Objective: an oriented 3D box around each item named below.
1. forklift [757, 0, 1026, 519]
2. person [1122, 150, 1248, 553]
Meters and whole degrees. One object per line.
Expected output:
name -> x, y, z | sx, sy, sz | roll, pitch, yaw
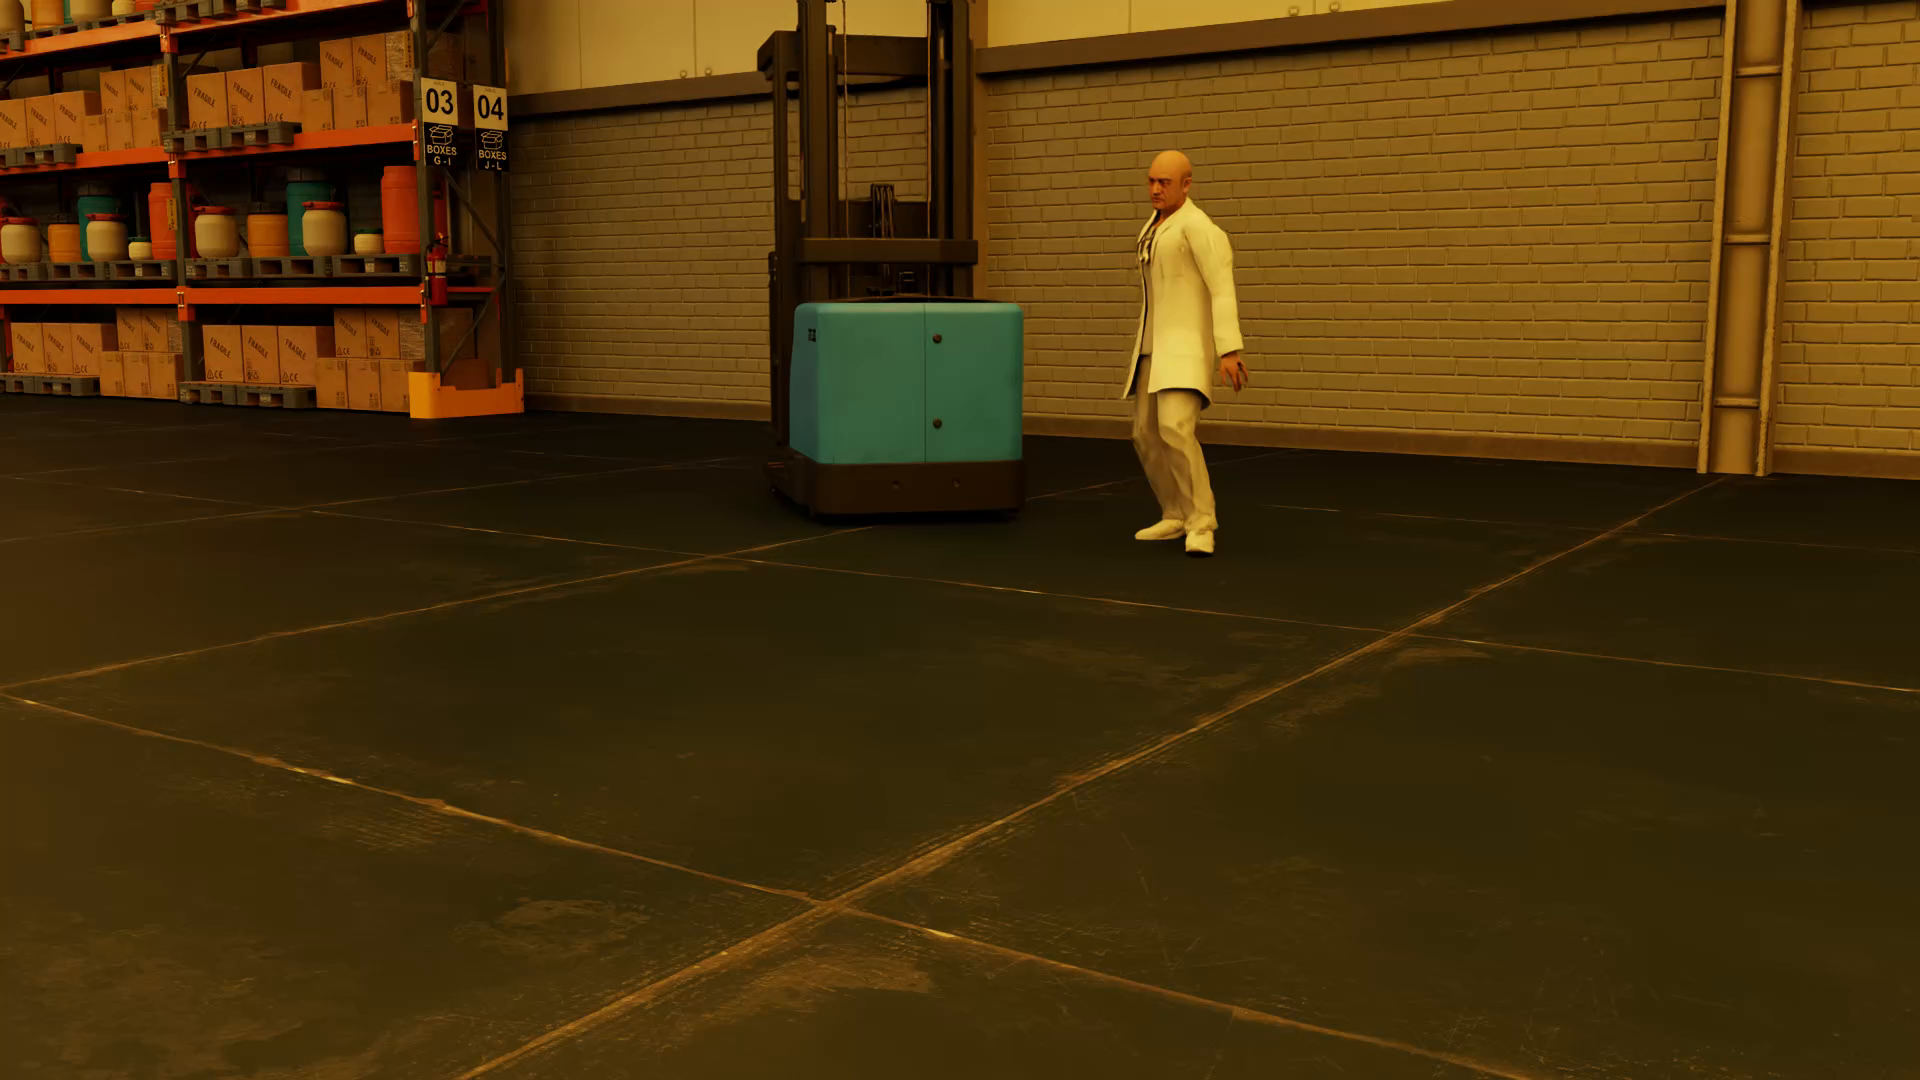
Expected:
forklift -> -0.525, -1.723, 9.311 | 1.130, 2.935, 3.031 | -2, 8, -14
person -> 0.985, -0.835, 7.417 | 0.483, 1.749, 0.924 | -3, 9, -19
